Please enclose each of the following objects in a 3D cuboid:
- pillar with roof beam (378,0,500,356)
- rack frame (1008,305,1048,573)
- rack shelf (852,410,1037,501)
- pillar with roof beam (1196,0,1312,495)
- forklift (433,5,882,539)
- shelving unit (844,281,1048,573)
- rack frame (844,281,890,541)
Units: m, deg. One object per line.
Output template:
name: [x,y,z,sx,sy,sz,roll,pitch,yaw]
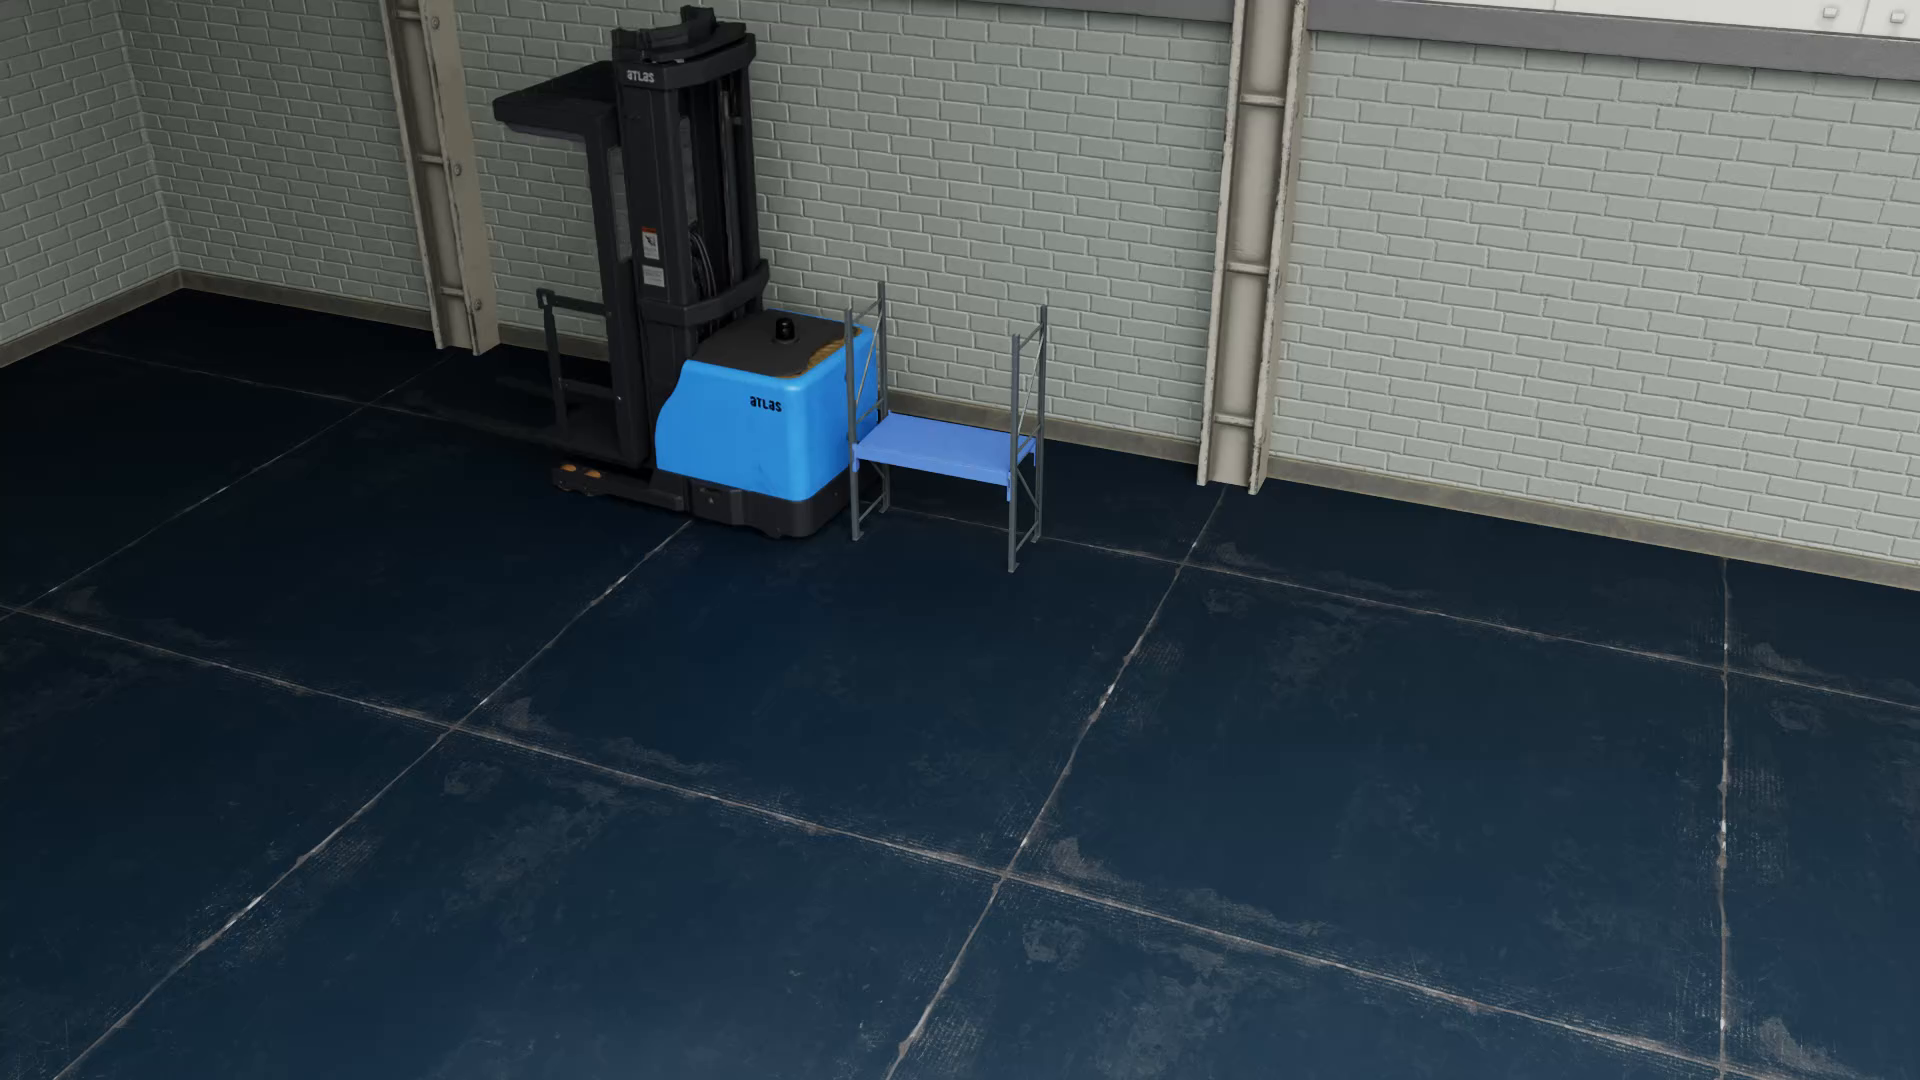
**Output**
pillar with roof beam: [-5.403,-3.461,7.139,0.400,9.000,9.100,11,31,19]
rack frame: [0.392,-0.575,9.654,0.032,1.500,0.500,11,31,19]
rack shelf: [-0.079,-0.512,9.909,1.000,0.185,0.538,11,31,19]
pillar with roof beam: [0.157,-2.351,5.175,0.400,9.000,9.100,11,31,19]
forklift: [-2.059,-1.771,10.315,3.031,2.935,1.130,14,32,22]
shelving unit: [-0.079,-0.669,9.820,1.048,1.500,0.538,11,31,19]
rack frame: [-0.550,-0.763,9.987,0.032,1.500,0.500,11,31,19]
